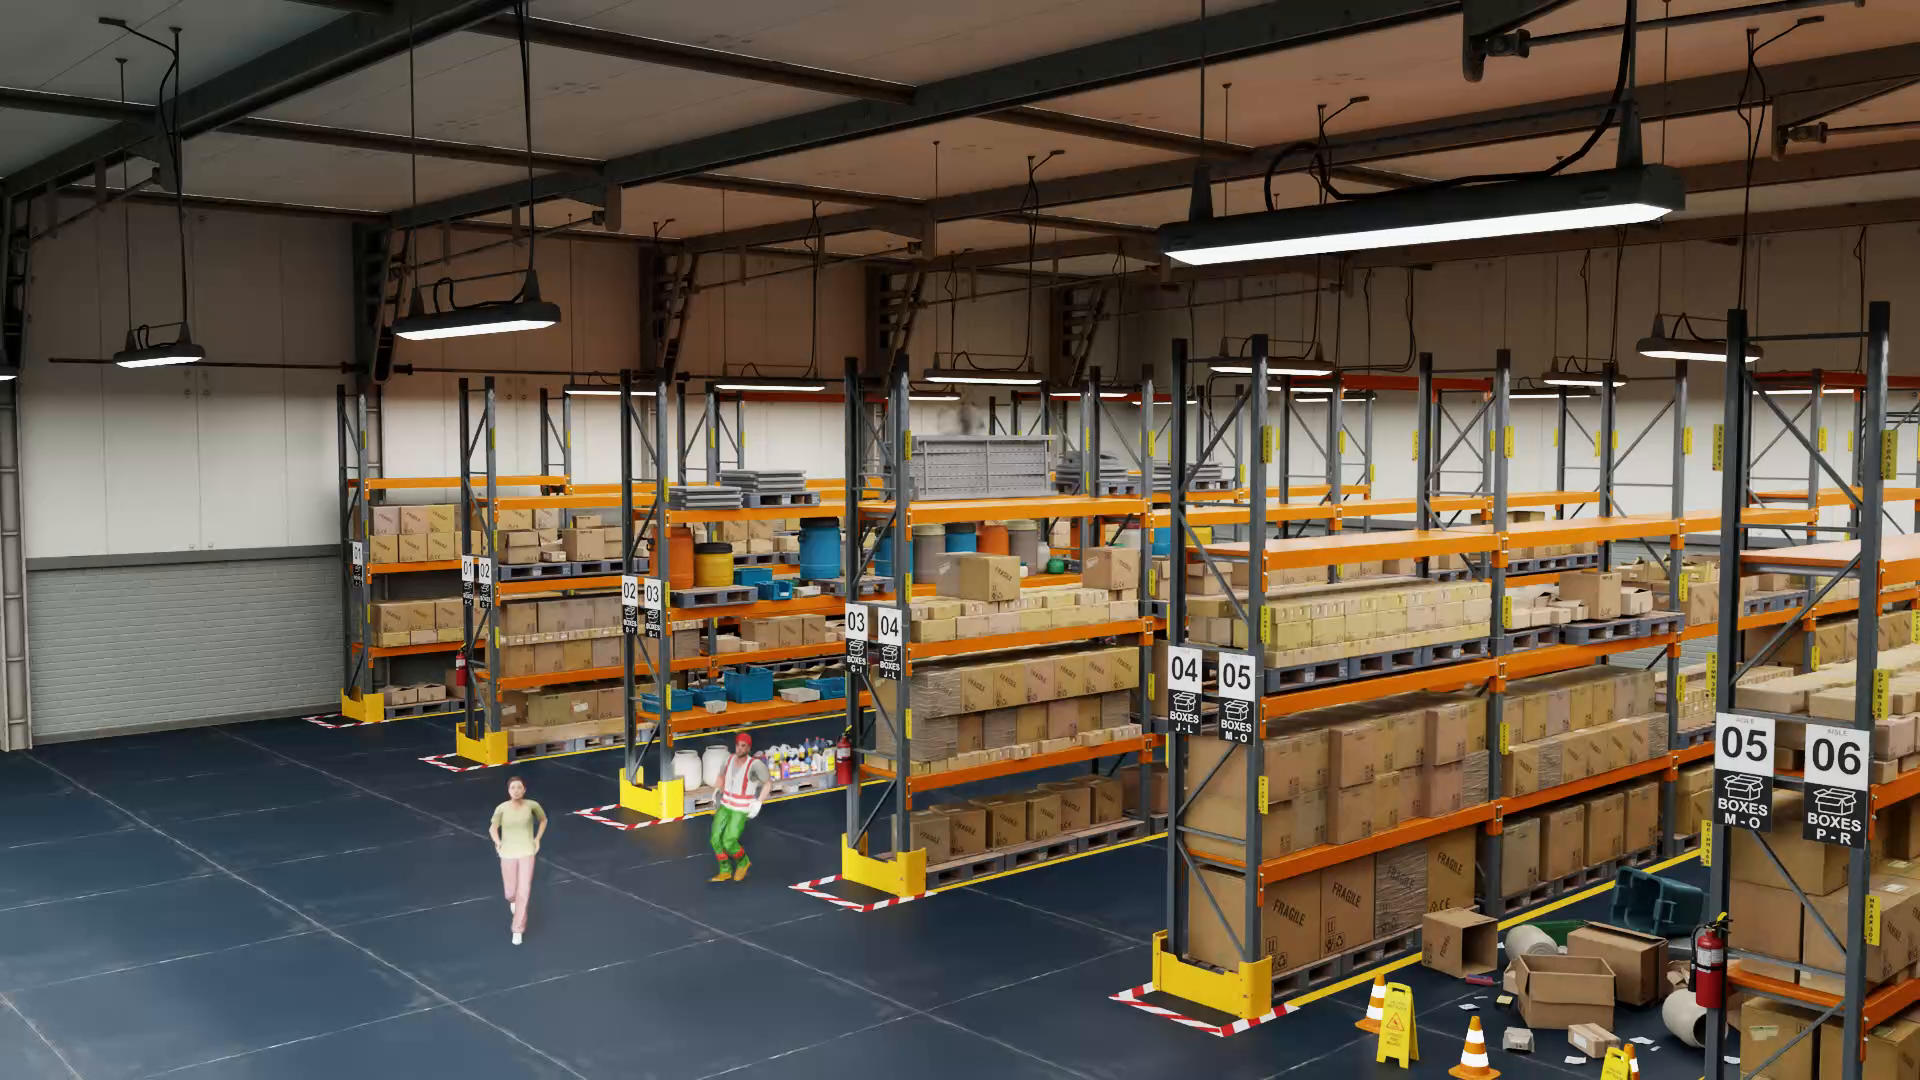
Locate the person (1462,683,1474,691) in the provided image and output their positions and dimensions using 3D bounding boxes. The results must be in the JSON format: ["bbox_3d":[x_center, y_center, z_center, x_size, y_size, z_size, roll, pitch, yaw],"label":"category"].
[{"bbox_3d":[7.210,2.833,23.582,0.608,1.612,0.685,3,5,42],"label":"person"}]

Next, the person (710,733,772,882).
[{"bbox_3d":[-2.568,3.058,19.005,0.681,1.718,0.540,3,5,35],"label":"person"}]

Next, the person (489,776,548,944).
[{"bbox_3d":[-4.525,3.235,17.061,0.579,1.654,0.791,-1,4,-13],"label":"person"}]
